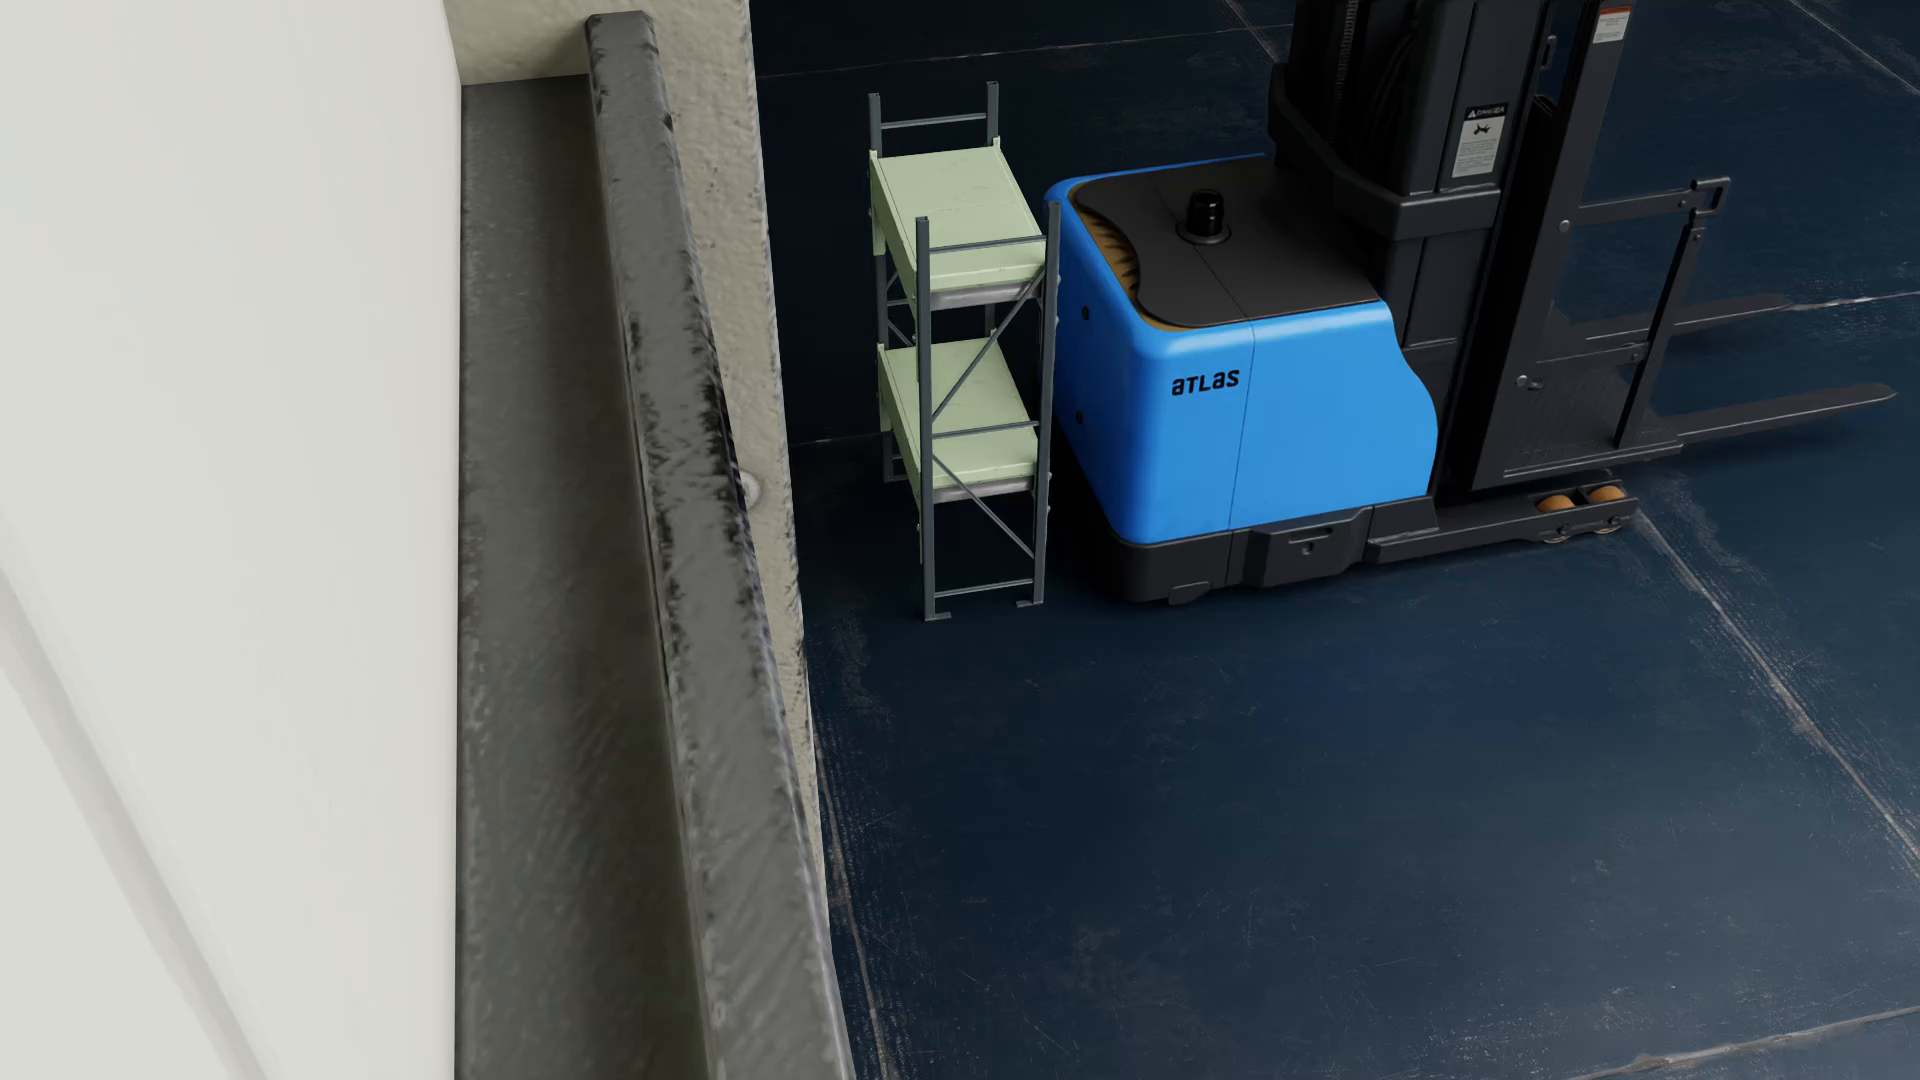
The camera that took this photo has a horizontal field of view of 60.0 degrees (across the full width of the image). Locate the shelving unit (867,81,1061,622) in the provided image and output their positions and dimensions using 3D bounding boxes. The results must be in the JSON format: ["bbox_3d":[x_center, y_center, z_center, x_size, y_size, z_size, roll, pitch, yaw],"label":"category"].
[{"bbox_3d":[-0.001,-0.565,5.257,0.431,1.500,0.755,-8,42,-9],"label":"shelving unit"}]

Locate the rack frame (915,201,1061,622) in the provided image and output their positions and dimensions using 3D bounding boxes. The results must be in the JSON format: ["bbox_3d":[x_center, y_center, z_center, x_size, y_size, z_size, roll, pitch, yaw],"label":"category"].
[{"bbox_3d":[0.078,-0.328,4.990,0.400,1.500,0.023,-8,42,-9],"label":"rack frame"}]

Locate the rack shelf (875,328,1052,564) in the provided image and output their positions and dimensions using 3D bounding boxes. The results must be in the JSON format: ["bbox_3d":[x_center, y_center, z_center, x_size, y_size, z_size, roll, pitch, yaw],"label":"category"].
[{"bbox_3d":[-0.001,-0.321,5.473,0.431,0.370,0.720,-8,42,-9],"label":"rack shelf"}]

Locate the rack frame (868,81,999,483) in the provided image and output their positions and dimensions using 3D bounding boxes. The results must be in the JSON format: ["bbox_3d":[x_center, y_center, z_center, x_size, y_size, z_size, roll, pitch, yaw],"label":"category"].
[{"bbox_3d":[-0.080,-0.802,5.524,0.400,1.500,0.023,-8,42,-9],"label":"rack frame"}]

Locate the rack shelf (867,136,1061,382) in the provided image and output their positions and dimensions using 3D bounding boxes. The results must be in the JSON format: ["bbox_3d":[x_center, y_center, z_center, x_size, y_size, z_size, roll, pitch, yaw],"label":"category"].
[{"bbox_3d":[-0.001,-0.857,4.998,0.431,0.370,0.720,-8,42,-9],"label":"rack shelf"}]

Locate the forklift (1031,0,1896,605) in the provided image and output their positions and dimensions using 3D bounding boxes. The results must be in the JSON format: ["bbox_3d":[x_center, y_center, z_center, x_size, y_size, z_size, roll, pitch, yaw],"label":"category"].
[{"bbox_3d":[1.835,-1.416,5.137,3.031,2.935,1.130,-10,43,-11],"label":"forklift"}]
